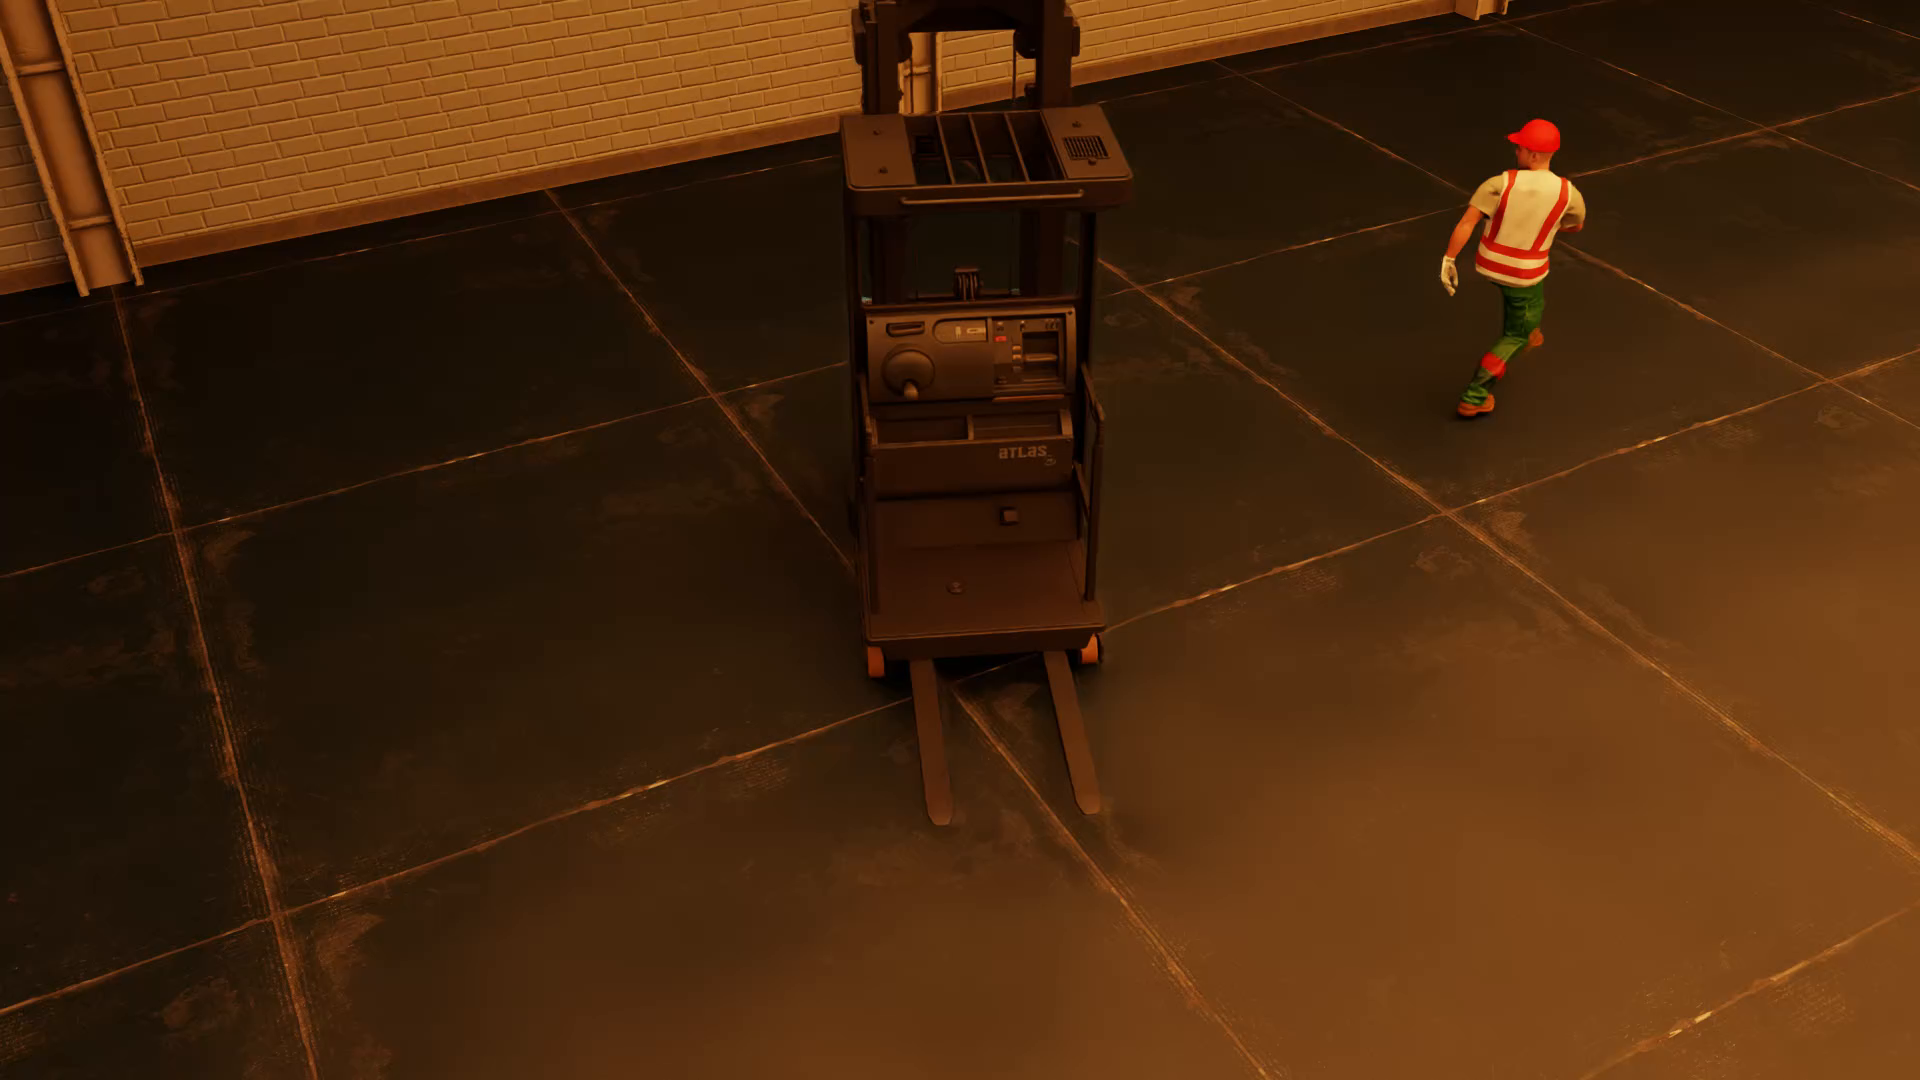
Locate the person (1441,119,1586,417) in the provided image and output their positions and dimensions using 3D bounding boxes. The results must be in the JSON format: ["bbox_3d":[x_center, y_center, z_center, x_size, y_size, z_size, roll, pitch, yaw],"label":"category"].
[{"bbox_3d":[3.145,-1.556,9.387,0.557,1.686,0.992,25,42,31],"label":"person"}]

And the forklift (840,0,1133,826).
[{"bbox_3d":[0.077,-0.760,7.199,1.130,2.935,3.031,-3,35,-5],"label":"forklift"}]
